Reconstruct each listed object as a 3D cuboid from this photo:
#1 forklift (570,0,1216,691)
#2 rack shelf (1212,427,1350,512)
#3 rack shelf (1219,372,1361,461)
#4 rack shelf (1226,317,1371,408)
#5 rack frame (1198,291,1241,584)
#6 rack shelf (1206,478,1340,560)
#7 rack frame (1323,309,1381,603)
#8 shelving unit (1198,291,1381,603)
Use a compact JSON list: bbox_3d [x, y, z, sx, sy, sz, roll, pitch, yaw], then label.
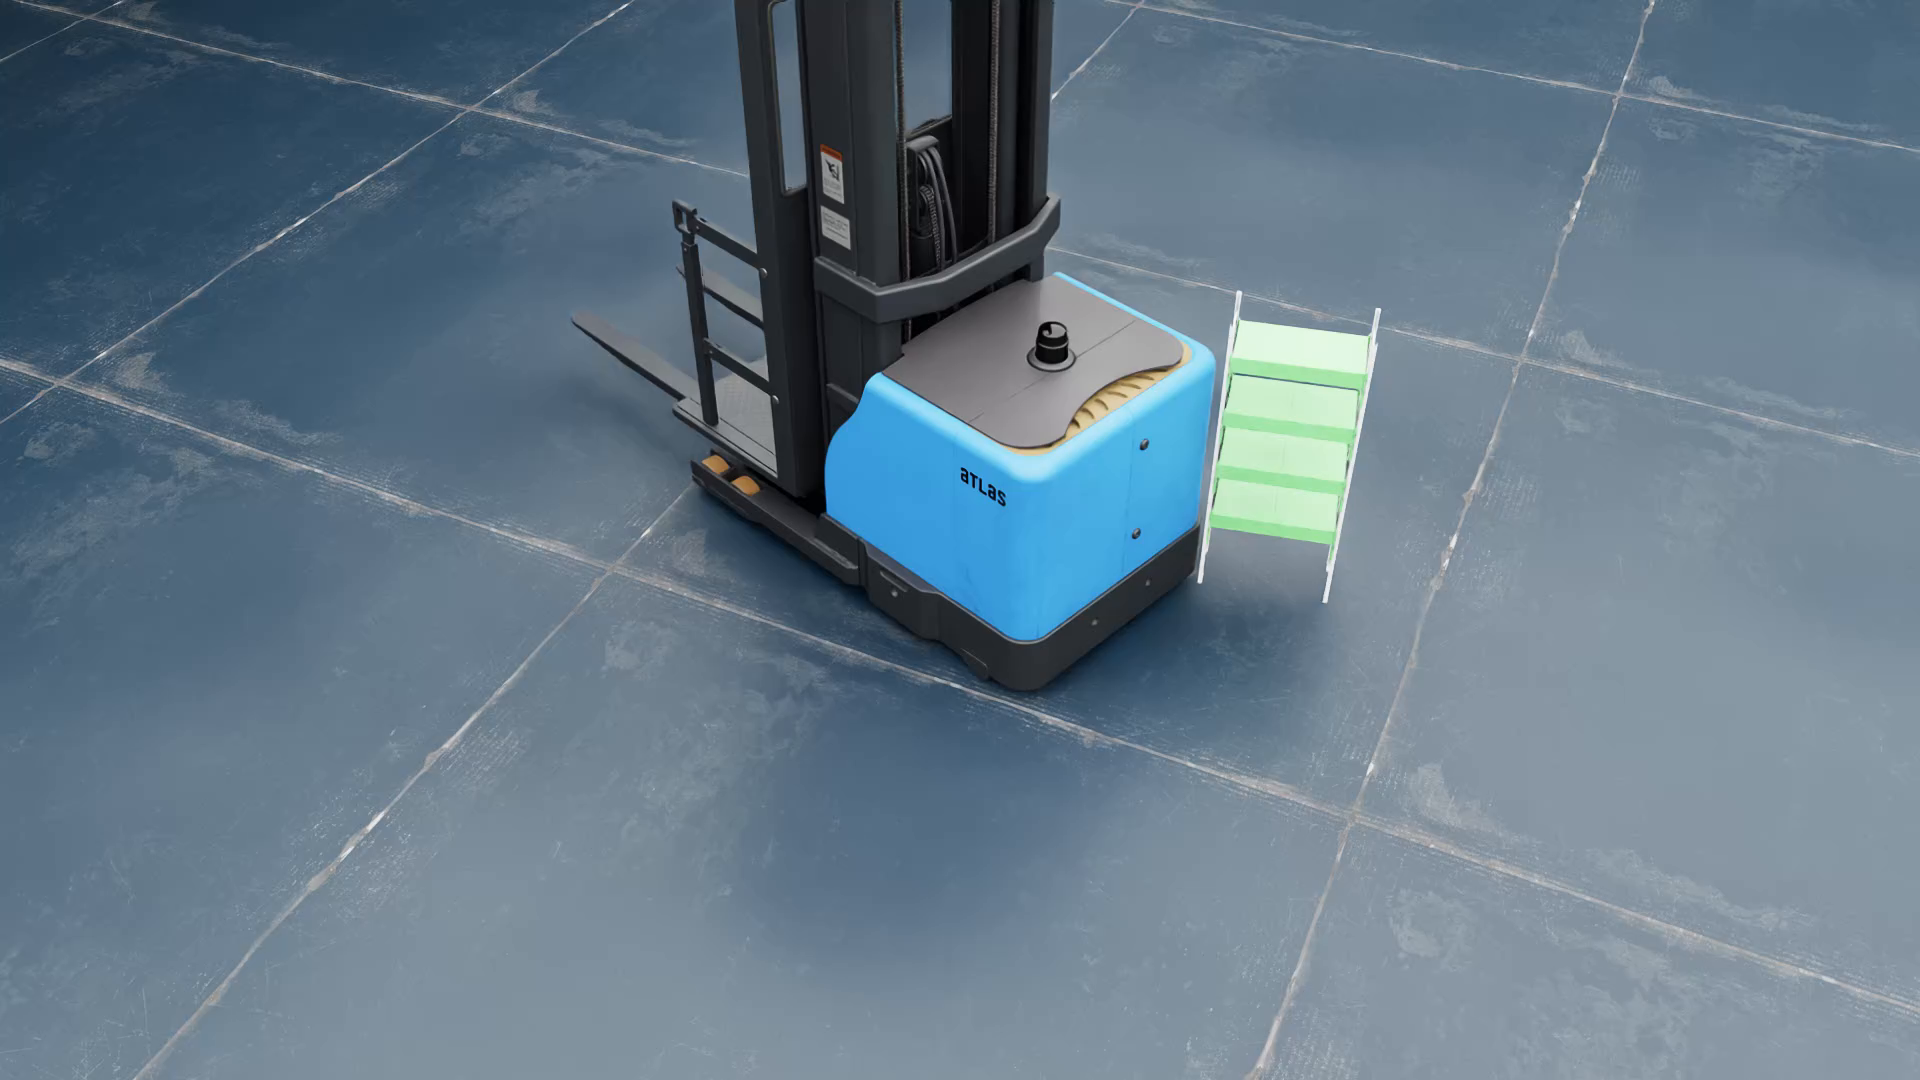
[{"bbox_3d":[-0.474,-1.420,6.151,3.031,2.935,1.130,33,51,32],"label":"forklift"},{"bbox_3d":[1.209,-0.274,6.247,0.480,0.148,0.258,9,42,10],"label":"rack shelf"},{"bbox_3d":[1.209,-0.455,6.089,0.480,0.148,0.258,9,42,10],"label":"rack shelf"},{"bbox_3d":[1.209,-0.636,5.932,0.480,0.148,0.258,9,42,10],"label":"rack shelf"},{"bbox_3d":[0.971,-0.359,6.247,0.015,1.200,0.240,9,42,10],"label":"rack frame"},{"bbox_3d":[1.209,-0.093,6.404,0.480,0.148,0.258,9,42,10],"label":"rack shelf"},{"bbox_3d":[1.446,-0.285,6.163,0.015,1.200,0.240,9,42,10],"label":"rack frame"},{"bbox_3d":[1.209,-0.322,6.205,0.503,1.200,0.258,9,42,10],"label":"shelving unit"}]
